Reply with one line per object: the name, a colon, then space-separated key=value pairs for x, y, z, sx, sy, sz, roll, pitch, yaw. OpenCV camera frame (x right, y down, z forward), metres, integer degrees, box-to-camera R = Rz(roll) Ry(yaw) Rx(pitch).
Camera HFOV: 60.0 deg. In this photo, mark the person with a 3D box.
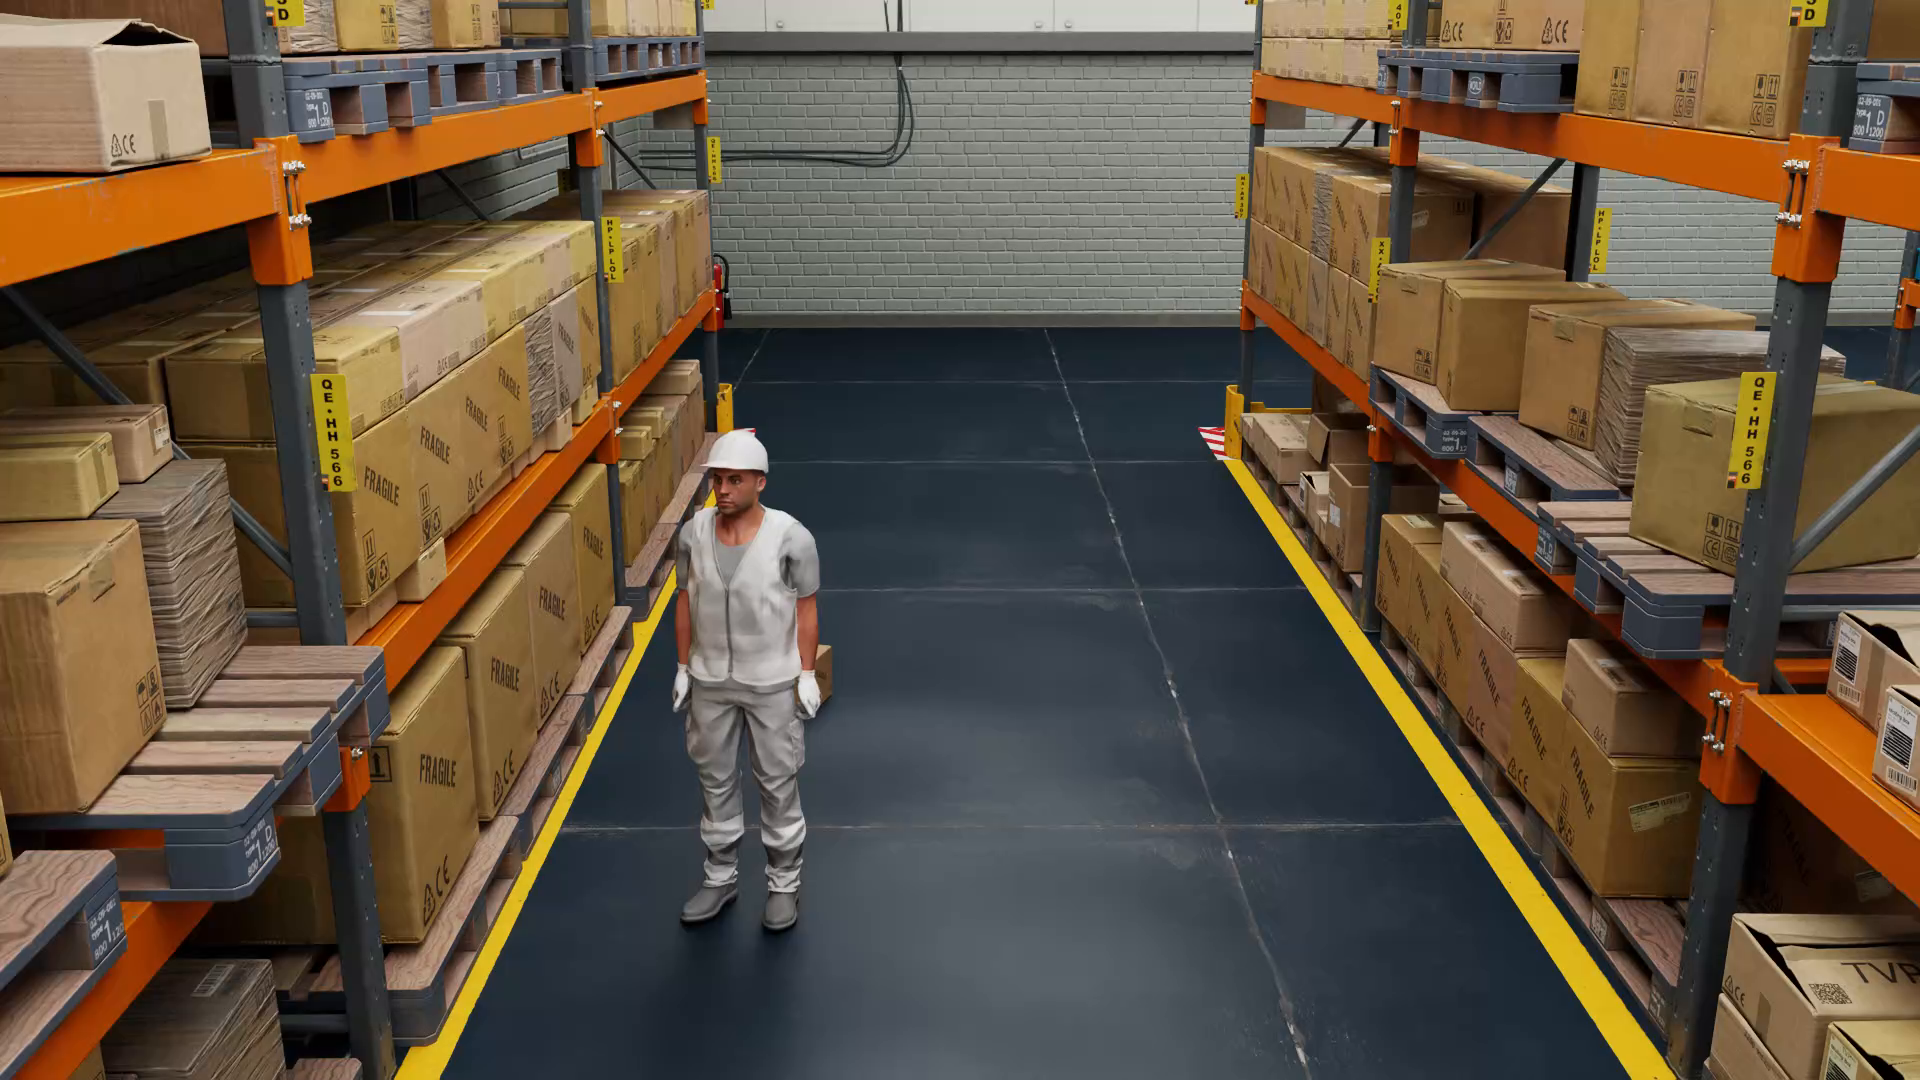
person: x=-0.760 y=0.501 z=5.846 sx=0.546 sy=1.795 sz=0.351 roll=3 pitch=17 yaw=11
